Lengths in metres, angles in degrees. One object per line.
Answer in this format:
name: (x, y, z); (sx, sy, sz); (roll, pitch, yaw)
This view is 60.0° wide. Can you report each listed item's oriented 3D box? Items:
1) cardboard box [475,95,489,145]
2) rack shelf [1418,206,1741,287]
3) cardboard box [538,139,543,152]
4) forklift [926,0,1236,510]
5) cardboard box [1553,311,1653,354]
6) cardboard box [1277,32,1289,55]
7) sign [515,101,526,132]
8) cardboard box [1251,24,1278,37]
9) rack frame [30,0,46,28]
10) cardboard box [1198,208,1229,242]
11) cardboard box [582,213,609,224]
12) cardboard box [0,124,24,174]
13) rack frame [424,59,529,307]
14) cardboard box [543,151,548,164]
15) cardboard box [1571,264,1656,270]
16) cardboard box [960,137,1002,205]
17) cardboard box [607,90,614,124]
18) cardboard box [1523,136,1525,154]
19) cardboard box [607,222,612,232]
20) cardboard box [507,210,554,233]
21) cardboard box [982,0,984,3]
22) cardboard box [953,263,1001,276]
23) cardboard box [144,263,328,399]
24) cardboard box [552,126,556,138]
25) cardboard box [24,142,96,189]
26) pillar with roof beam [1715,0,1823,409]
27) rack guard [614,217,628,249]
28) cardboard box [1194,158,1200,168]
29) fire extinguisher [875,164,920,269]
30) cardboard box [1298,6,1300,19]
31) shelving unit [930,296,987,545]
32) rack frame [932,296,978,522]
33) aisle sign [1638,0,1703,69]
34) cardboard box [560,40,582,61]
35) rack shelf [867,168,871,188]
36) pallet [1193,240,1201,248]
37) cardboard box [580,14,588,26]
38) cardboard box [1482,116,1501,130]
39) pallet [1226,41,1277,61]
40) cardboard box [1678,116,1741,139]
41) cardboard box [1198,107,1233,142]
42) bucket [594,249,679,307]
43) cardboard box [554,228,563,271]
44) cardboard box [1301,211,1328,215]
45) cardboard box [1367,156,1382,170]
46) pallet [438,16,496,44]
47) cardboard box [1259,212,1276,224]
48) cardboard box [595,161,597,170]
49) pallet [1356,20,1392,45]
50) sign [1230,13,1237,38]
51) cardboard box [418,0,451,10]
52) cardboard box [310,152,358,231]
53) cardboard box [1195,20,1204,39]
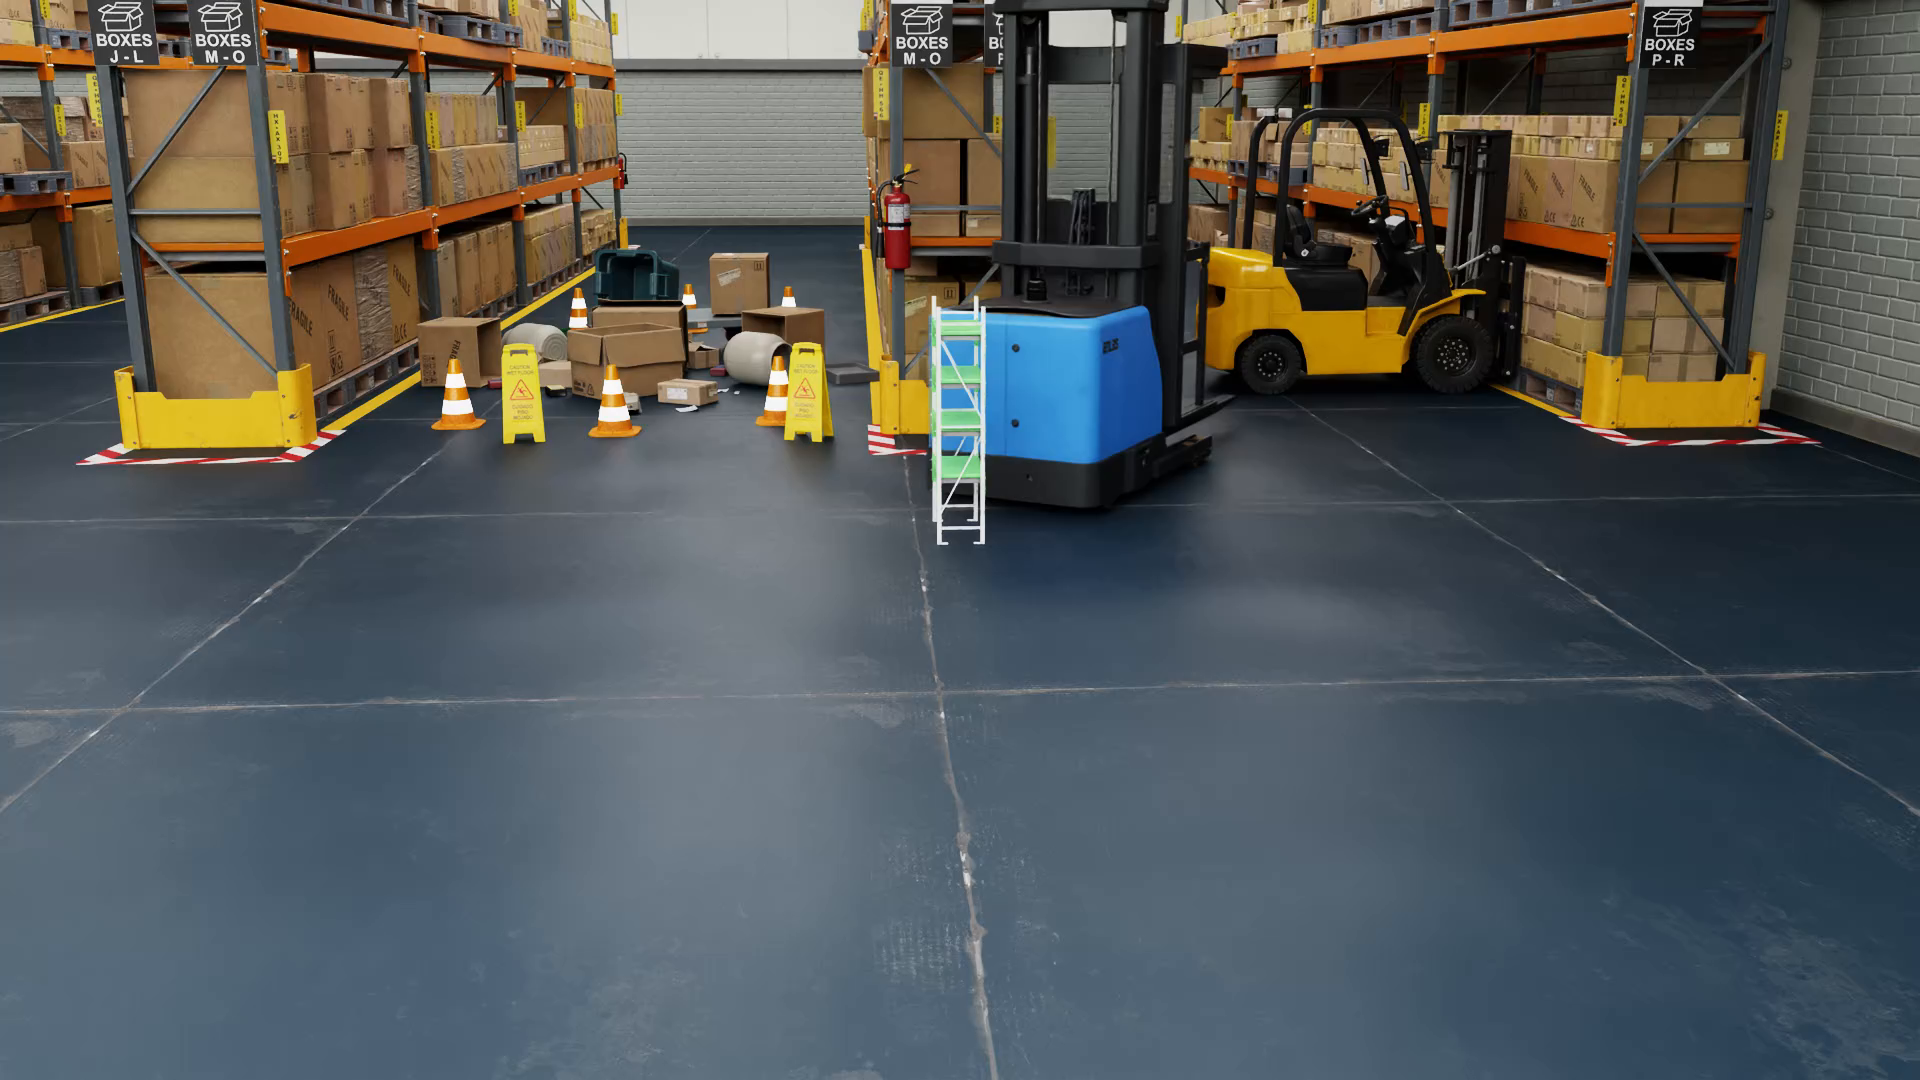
cardboard box: (-5.339, -4.386, 17.347); (0.700, 0.500, 0.500); (-1, 14, -4)
rack shelf: (4.871, -2.430, 13.393); (1.077, 0.370, 4.000); (-1, 14, -3)
cardboard box: (-5.321, -4.827, 20.333); (0.380, 0.149, 0.250); (0, 14, -1)
forklift: (0.929, -1.907, 10.054); (1.130, 2.935, 3.031); (7, 16, 26)
cardboard box: (4.653, -1.511, 12.050); (0.500, 0.250, 0.500); (-1, 14, -4)
cardboard box: (4.162, -6.024, 20.199); (0.500, 0.250, 0.500); (-1, 14, -3)
sign: (-4.835, -4.661, 18.299); (0.100, 0.325, 0.005); (-1, 14, -3)
cardboard box: (3.938, -6.513, 21.262); (0.380, 0.149, 0.250); (-1, 14, -4)
rack frame: (-10.346, -6.945, 17.460); (1.000, 3.000, 0.127); (-1, 14, -3)
cardboard box: (3.894, -4.753, 25.153); (0.500, 0.500, 0.500); (-1, 14, -2)
cardboard box: (-5.473, -4.807, 24.873); (0.380, 0.149, 0.250); (0, 14, -1)
cardboard box: (-10.138, -4.020, 17.089); (0.700, 0.500, 0.500); (1, 14, 5)
rack frame: (-5.389, -4.091, 18.407); (1.000, 3.000, 0.127); (-1, 14, -3)
cardboard box: (-5.331, -4.748, 20.621); (0.380, 0.149, 0.250); (0, 14, -1)
cardboard box: (5.099, -2.008, 12.979); (0.500, 0.250, 0.500); (-1, 14, -4)
cardboard box: (0.253, -2.646, 11.994); (0.500, 0.500, 0.500); (0, 14, -2)
cardboard box: (-5.608, -6.647, 25.538); (0.500, 0.500, 0.500); (-1, 14, -5)
cardboard box: (4.664, -3.107, 13.081); (0.380, 0.149, 0.250); (-1, 14, -4)
cardboard box: (-5.533, -4.791, 25.410); (0.380, 0.149, 0.250); (-1, 15, -6)
cardboard box: (-5.240, -3.872, 20.223); (0.500, 0.250, 0.500); (-1, 14, -3)
cardboard box: (0.344, -3.622, 11.067); (0.380, 0.149, 0.250); (-1, 14, -3)
cardboard box: (0.205, -1.904, 13.075); (0.500, 0.500, 0.500); (-1, 14, -2)
cardboard box: (-5.001, -1.443, 11.538); (0.875, 0.875, 0.875); (-1, 14, -3)
cardboard box: (-5.386, -5.228, 21.292); (0.380, 0.149, 0.250); (-1, 14, -5)
cardboard box: (-10.104, -4.213, 18.681); (0.500, 0.500, 0.500); (0, 14, -2)
pillar with roof beam: (1.554, -5.307, 11.092); (9.100, 9.000, 0.400); (-1, 14, -3)
rack guard: (-5.880, -4.851, 26.378); (1.175, 0.500, 0.348); (-1, 14, -3)
cardboard box: (3.780, -5.731, 25.285); (0.380, 0.149, 0.250); (-1, 14, -5)
fire extinguisher: (-0.412, -2.130, 10.940); (0.296, 0.674, 0.183); (-1, 14, -3)
cardboard box: (4.231, -6.265, 19.739); (0.380, 0.149, 0.250); (-1, 14, -4)
shelving unit: (-0.010, -0.622, 8.537); (0.258, 1.200, 0.503); (-1, 14, -3)
rack frame: (-0.025, -0.683, 8.773); (0.240, 1.200, 0.015); (-1, 14, -3)
aisle sign: (4.706, -3.519, 10.965); (0.394, 0.787, 0.004); (-1, 14, -3)
cardboard box: (-5.402, -6.585, 22.382); (0.500, 0.250, 0.500); (0, 14, -1)
rack shelf: (-0.827, -5.336, 24.691); (1.077, 0.370, 4.000); (-1, 14, -3)
pallet: (4.131, -4.389, 25.163); (1.003, 0.211, 1.213); (-1, 14, -3)
cardboard box: (-5.447, -7.305, 23.375); (0.380, 0.149, 0.250); (0, 14, -1)
cardboard box: (4.558, -3.441, 13.783); (0.380, 0.149, 0.250); (-1, 14, -4)
pallet: (4.222, -6.463, 21.985); (1.213, 0.211, 1.003); (-1, 14, -3)
cardboard box: (5.187, -2.874, 11.577); (0.380, 0.149, 0.250); (-1, 14, -5)
cardboard box: (3.856, -6.204, 24.819); (0.500, 0.500, 0.500); (-1, 14, -2)
bucket: (-2.832, -2.249, 14.766); (0.726, 0.611, 0.620); (4, 5, 16)
cardboard box: (-5.281, -3.643, 20.840); (0.500, 0.500, 0.500); (-1, 14, -5)
cardboard box: (4.613, -4.227, 21.806); (0.380, 0.149, 0.250); (0, 14, -2)
cardboard box: (4.396, -3.818, 16.644); (0.500, 0.250, 0.500); (-1, 14, -2)
pallet: (-5.224, -5.015, 16.357); (1.003, 0.211, 1.213); (0, 14, -1)
cardboard box: (4.138, -4.217, 21.767); (0.380, 0.149, 0.250); (-1, 14, -4)
cardboard box: (-5.591, -5.561, 24.622); (0.380, 0.149, 0.250); (-1, 15, -6)
pallet: (4.703, -5.186, 17.021); (1.003, 0.211, 1.213); (0, 14, -1)
sign: (3.710, -6.958, 22.491); (0.100, 0.325, 0.005); (-1, 14, -3)
cardboard box: (-4.969, -5.032, 15.504); (0.380, 0.149, 0.250); (-1, 14, -3)
cardboard box: (-4.927, -2.543, 12.091); (0.875, 0.550, 0.550); (-1, 14, -3)
cardboard box: (3.838, -7.660, 24.960); (0.500, 0.250, 0.500); (-1, 14, -4)
